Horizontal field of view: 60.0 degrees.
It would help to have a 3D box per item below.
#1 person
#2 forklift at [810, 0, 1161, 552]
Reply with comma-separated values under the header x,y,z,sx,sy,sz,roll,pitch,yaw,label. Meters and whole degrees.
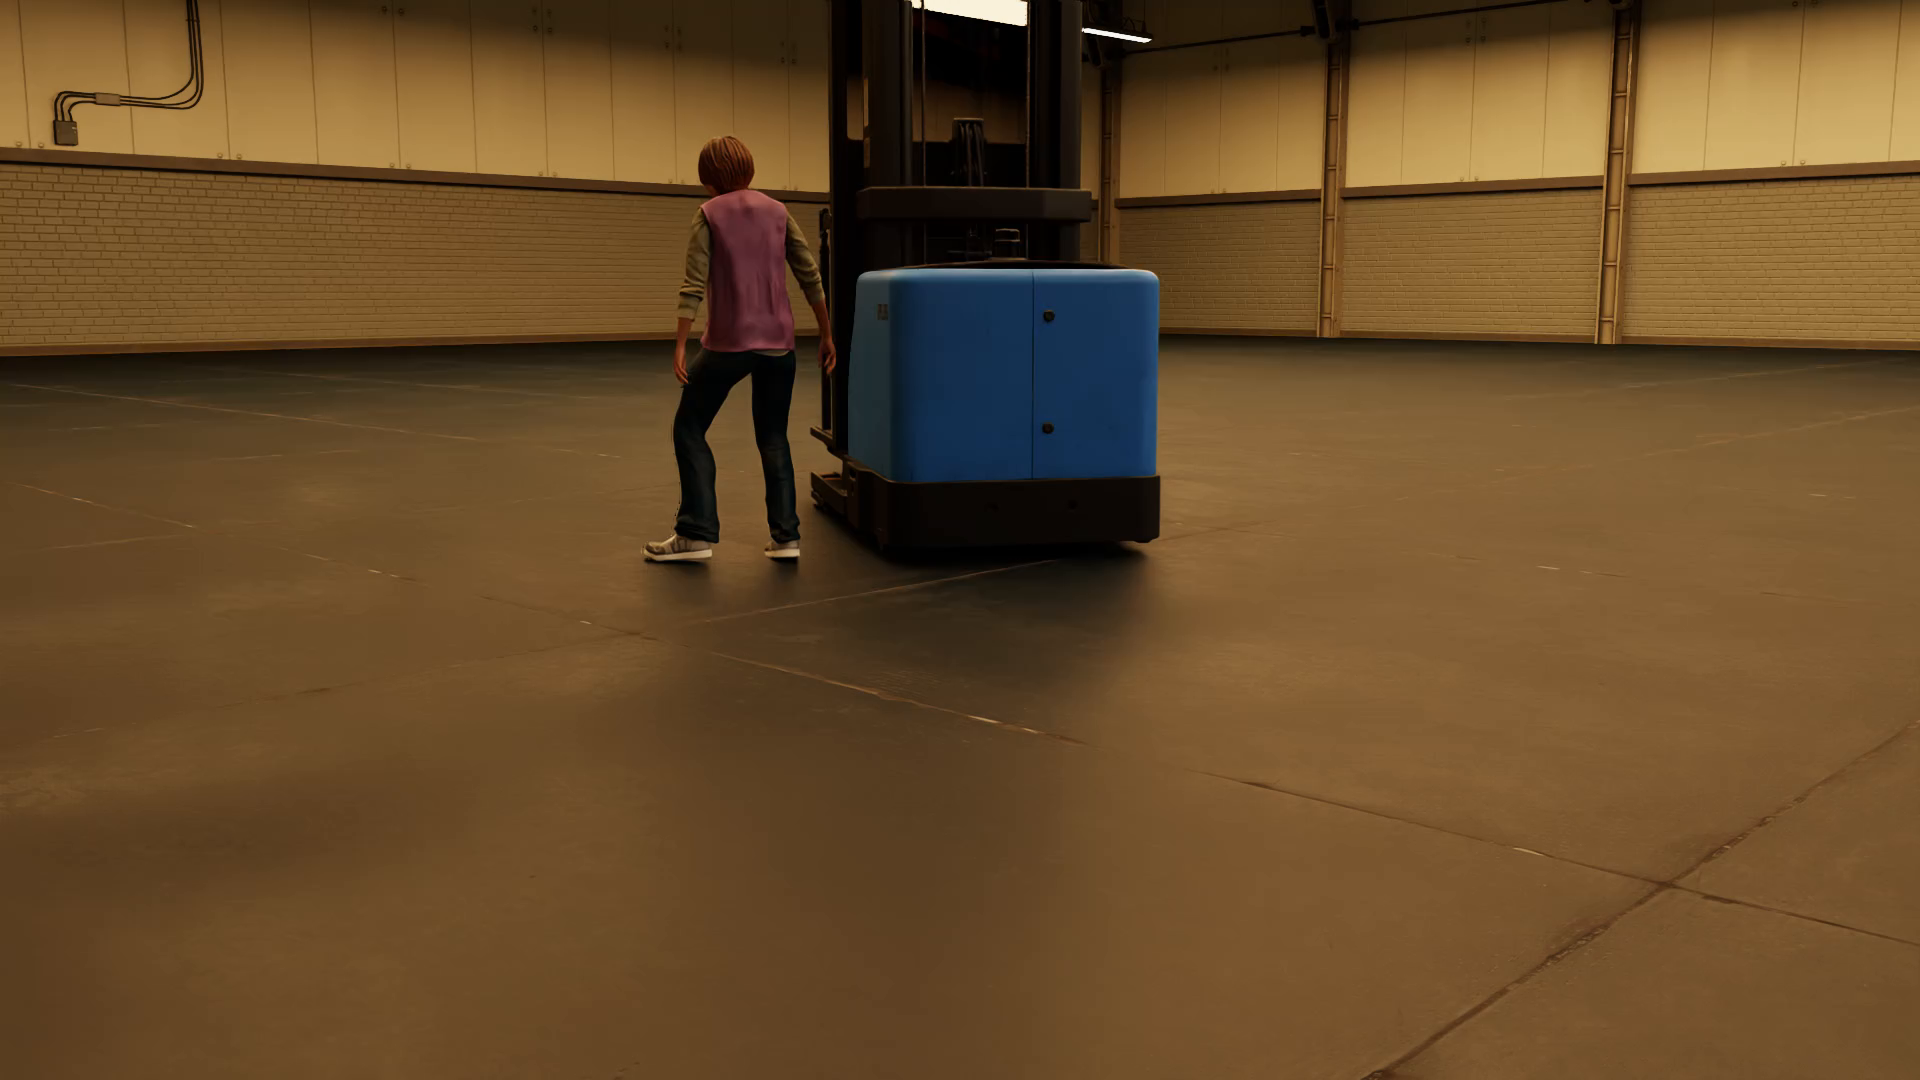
x,y,z,sx,sy,sz,roll,pitch,yaw,label
-0.809,-0.698,6.153,0.713,1.567,0.389,-5,10,-29,person
-0.075,-1.581,7.376,1.130,2.935,3.031,-2,9,-13,forklift
